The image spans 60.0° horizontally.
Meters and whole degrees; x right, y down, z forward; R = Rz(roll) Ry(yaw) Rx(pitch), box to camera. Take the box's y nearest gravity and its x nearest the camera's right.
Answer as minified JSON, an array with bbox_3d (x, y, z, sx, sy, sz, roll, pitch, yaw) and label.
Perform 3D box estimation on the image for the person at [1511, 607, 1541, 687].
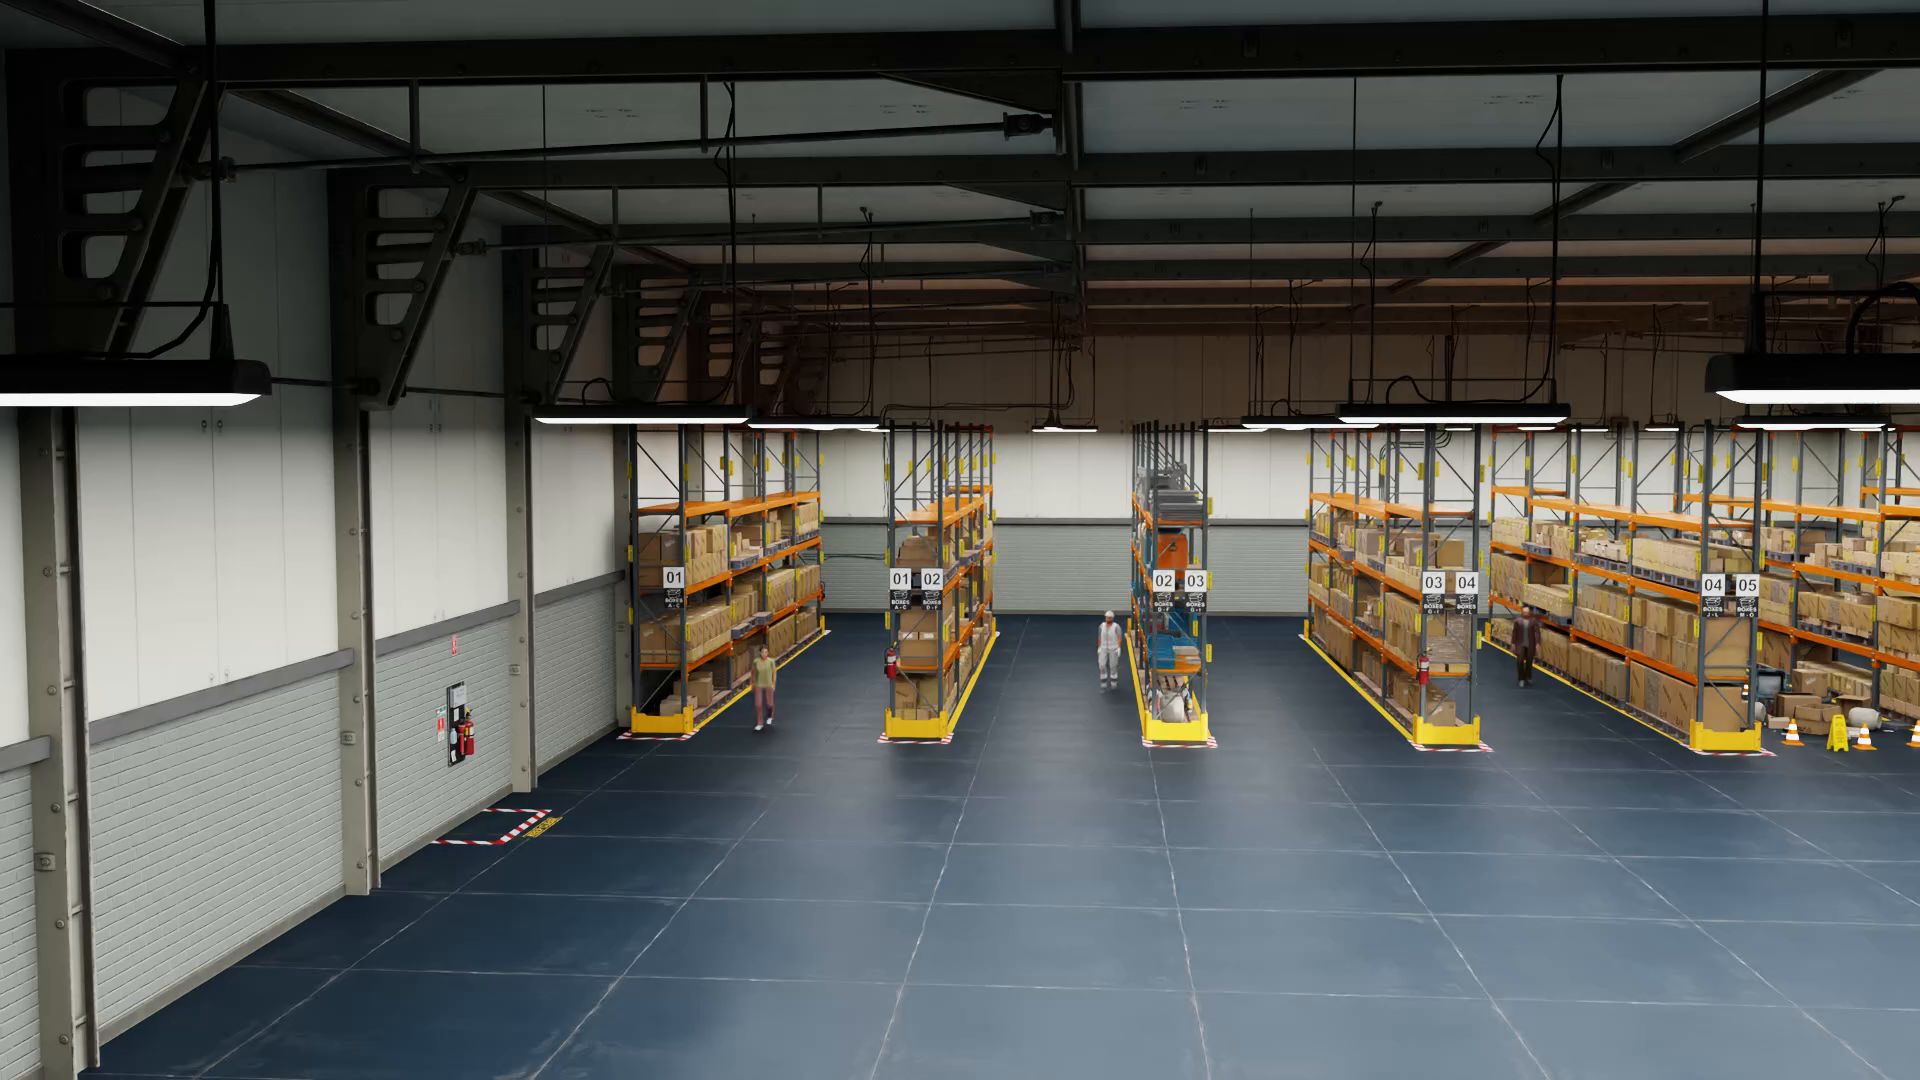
[{"bbox_3d":[12.952,2.445,38.045,0.651,1.827,0.659,1,4,21],"label":"person"}]

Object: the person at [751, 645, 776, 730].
[{"bbox_3d":[-3.838,2.851,32.481,0.500,1.653,0.590,0,4,-5],"label":"person"}]

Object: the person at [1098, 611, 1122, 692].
[{"bbox_3d":[3.344,2.501,37.128,0.618,1.858,0.507,2,4,25],"label":"person"}]
